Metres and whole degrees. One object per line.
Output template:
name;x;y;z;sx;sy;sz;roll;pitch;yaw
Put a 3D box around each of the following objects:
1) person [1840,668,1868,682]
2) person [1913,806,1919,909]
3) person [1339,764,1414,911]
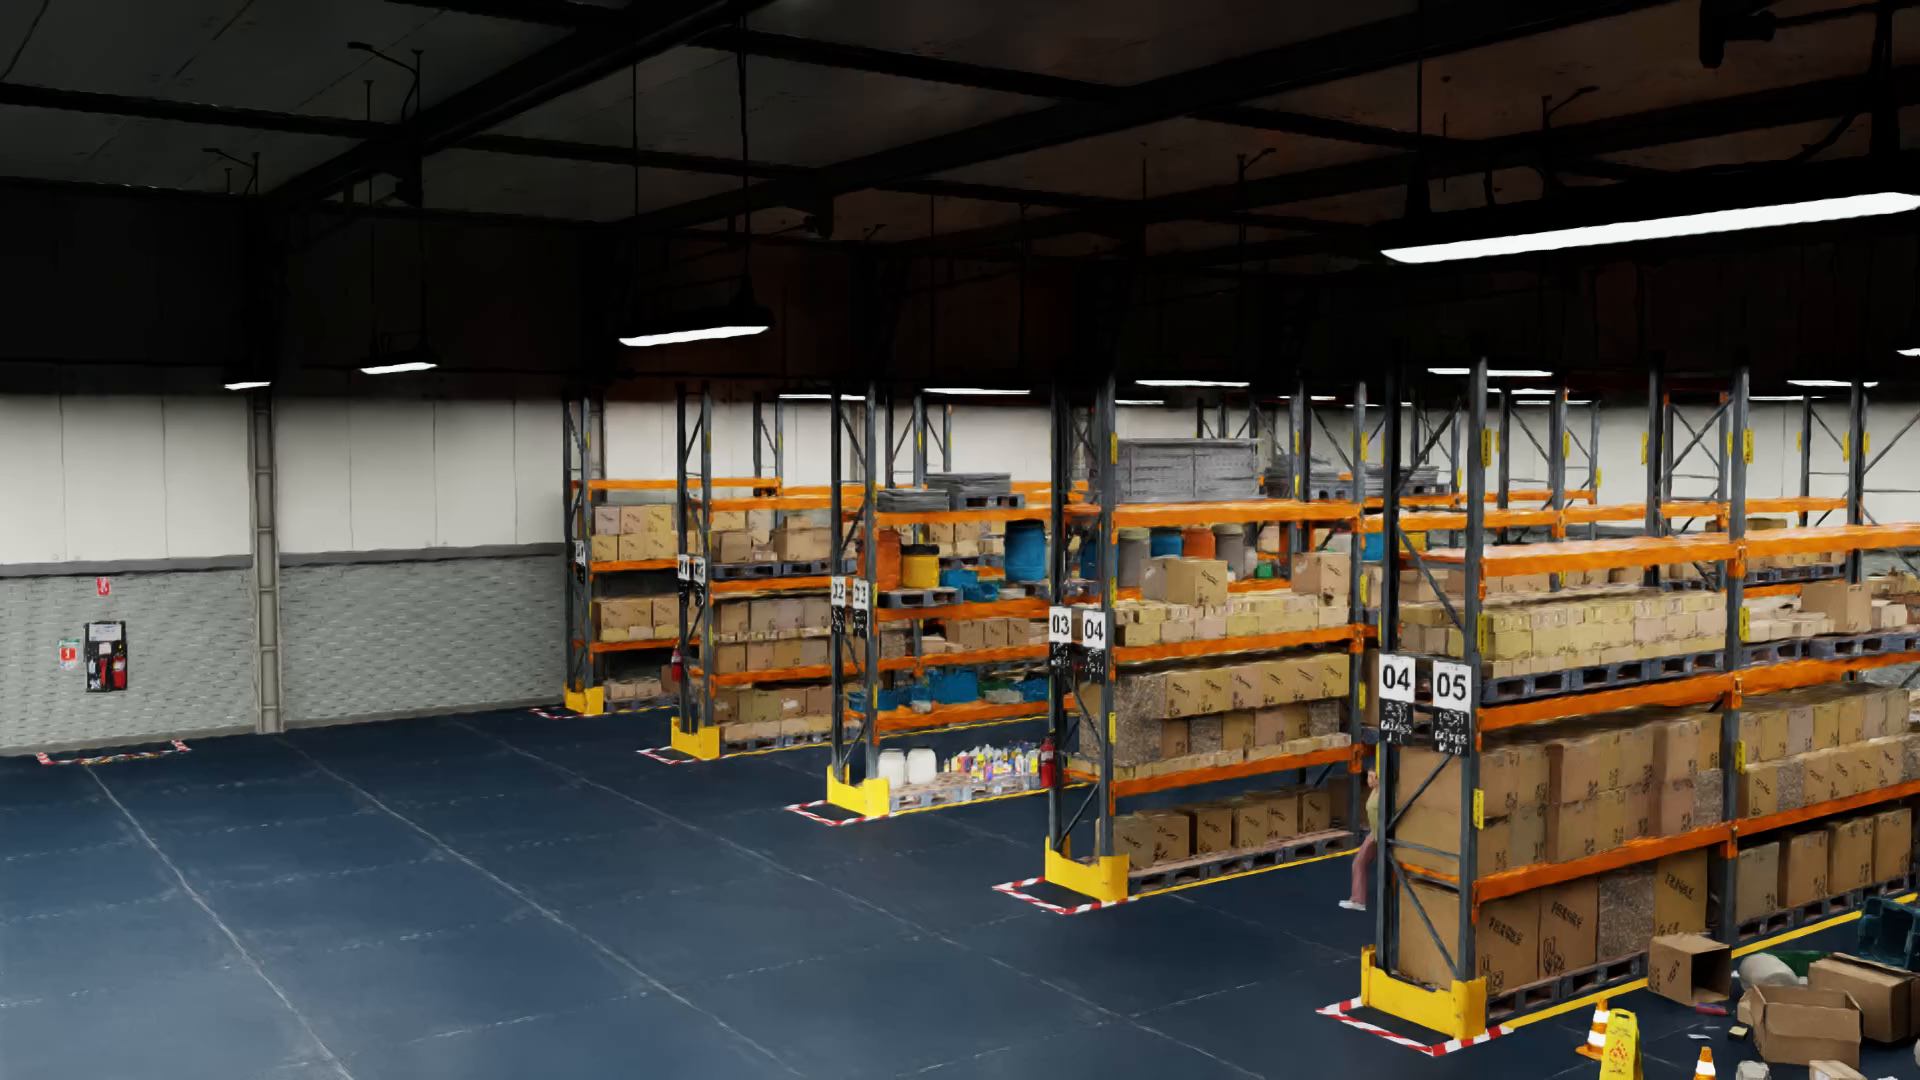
person;16.663;2.307;31.024;1.127;1.707;0.563;-3;5;-37
person;9.937;3.236;16.928;0.414;1.666;0.506;2;4;25
person;4.601;3.208;17.898;0.949;1.609;0.491;-1;4;-14
